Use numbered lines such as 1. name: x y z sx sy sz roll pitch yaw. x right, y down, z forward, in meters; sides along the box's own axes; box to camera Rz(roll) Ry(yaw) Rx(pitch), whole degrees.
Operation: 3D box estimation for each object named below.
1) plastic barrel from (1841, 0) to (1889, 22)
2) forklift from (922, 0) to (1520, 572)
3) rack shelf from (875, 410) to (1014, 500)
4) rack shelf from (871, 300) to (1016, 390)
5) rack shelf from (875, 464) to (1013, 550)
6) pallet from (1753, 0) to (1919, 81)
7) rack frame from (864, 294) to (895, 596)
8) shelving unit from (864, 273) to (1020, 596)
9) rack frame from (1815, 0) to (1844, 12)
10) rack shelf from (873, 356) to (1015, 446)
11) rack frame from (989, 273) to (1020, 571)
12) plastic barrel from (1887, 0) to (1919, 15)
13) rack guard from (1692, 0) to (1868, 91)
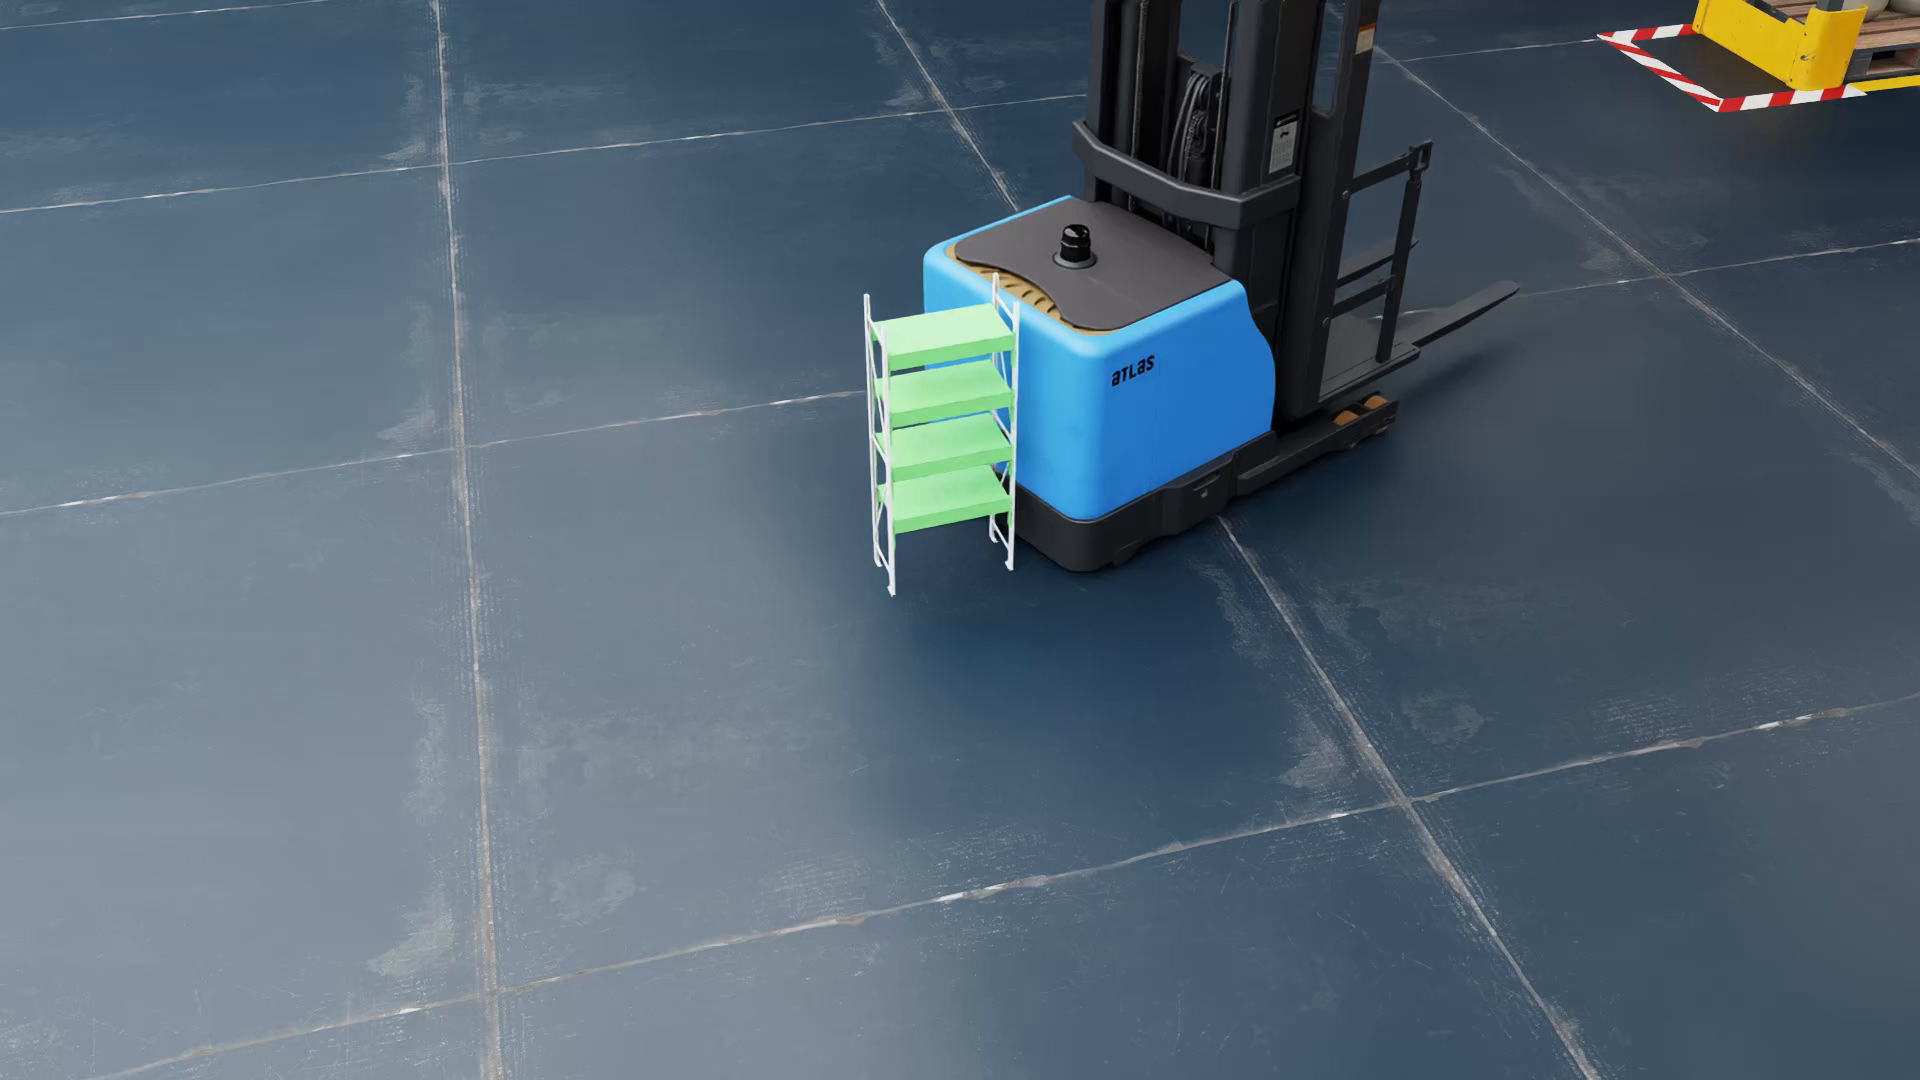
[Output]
1. plastic barrel: 5.825 -3.655 10.761 0.421 0.512 0.421 0 37 0
2. forklift: 1.304 -1.784 6.669 3.031 2.935 1.130 -26 45 -30
3. rack shelf: -0.066 -0.326 6.294 0.480 0.148 0.258 -12 39 -15
4. rack shelf: -0.066 -0.708 6.003 0.480 0.148 0.258 -12 39 -15
5. rack shelf: -0.066 -0.136 6.440 0.480 0.148 0.258 -12 39 -15
6. pallet: 6.056 -3.385 11.001 1.213 0.211 1.003 -9 38 -12
7. rack frame: -0.297 -0.330 6.193 0.015 1.200 0.240 -12 39 -15
8. shelving unit: -0.066 -0.377 6.255 0.503 1.200 0.258 -12 39 -15
9. rack frame: 5.209 -4.327 9.938 0.127 3.000 1.000 -9 38 -12
10. rack shelf: -0.066 -0.517 6.148 0.480 0.148 0.258 -12 39 -15
11. rack frame: 0.165 -0.425 6.318 0.015 1.200 0.240 -12 39 -15
12. plastic barrel: 6.309 -3.734 10.865 0.421 0.512 0.421 0 37 0
13. rack guard: 5.271 -3.374 10.749 0.348 0.500 1.175 -9 38 -12
